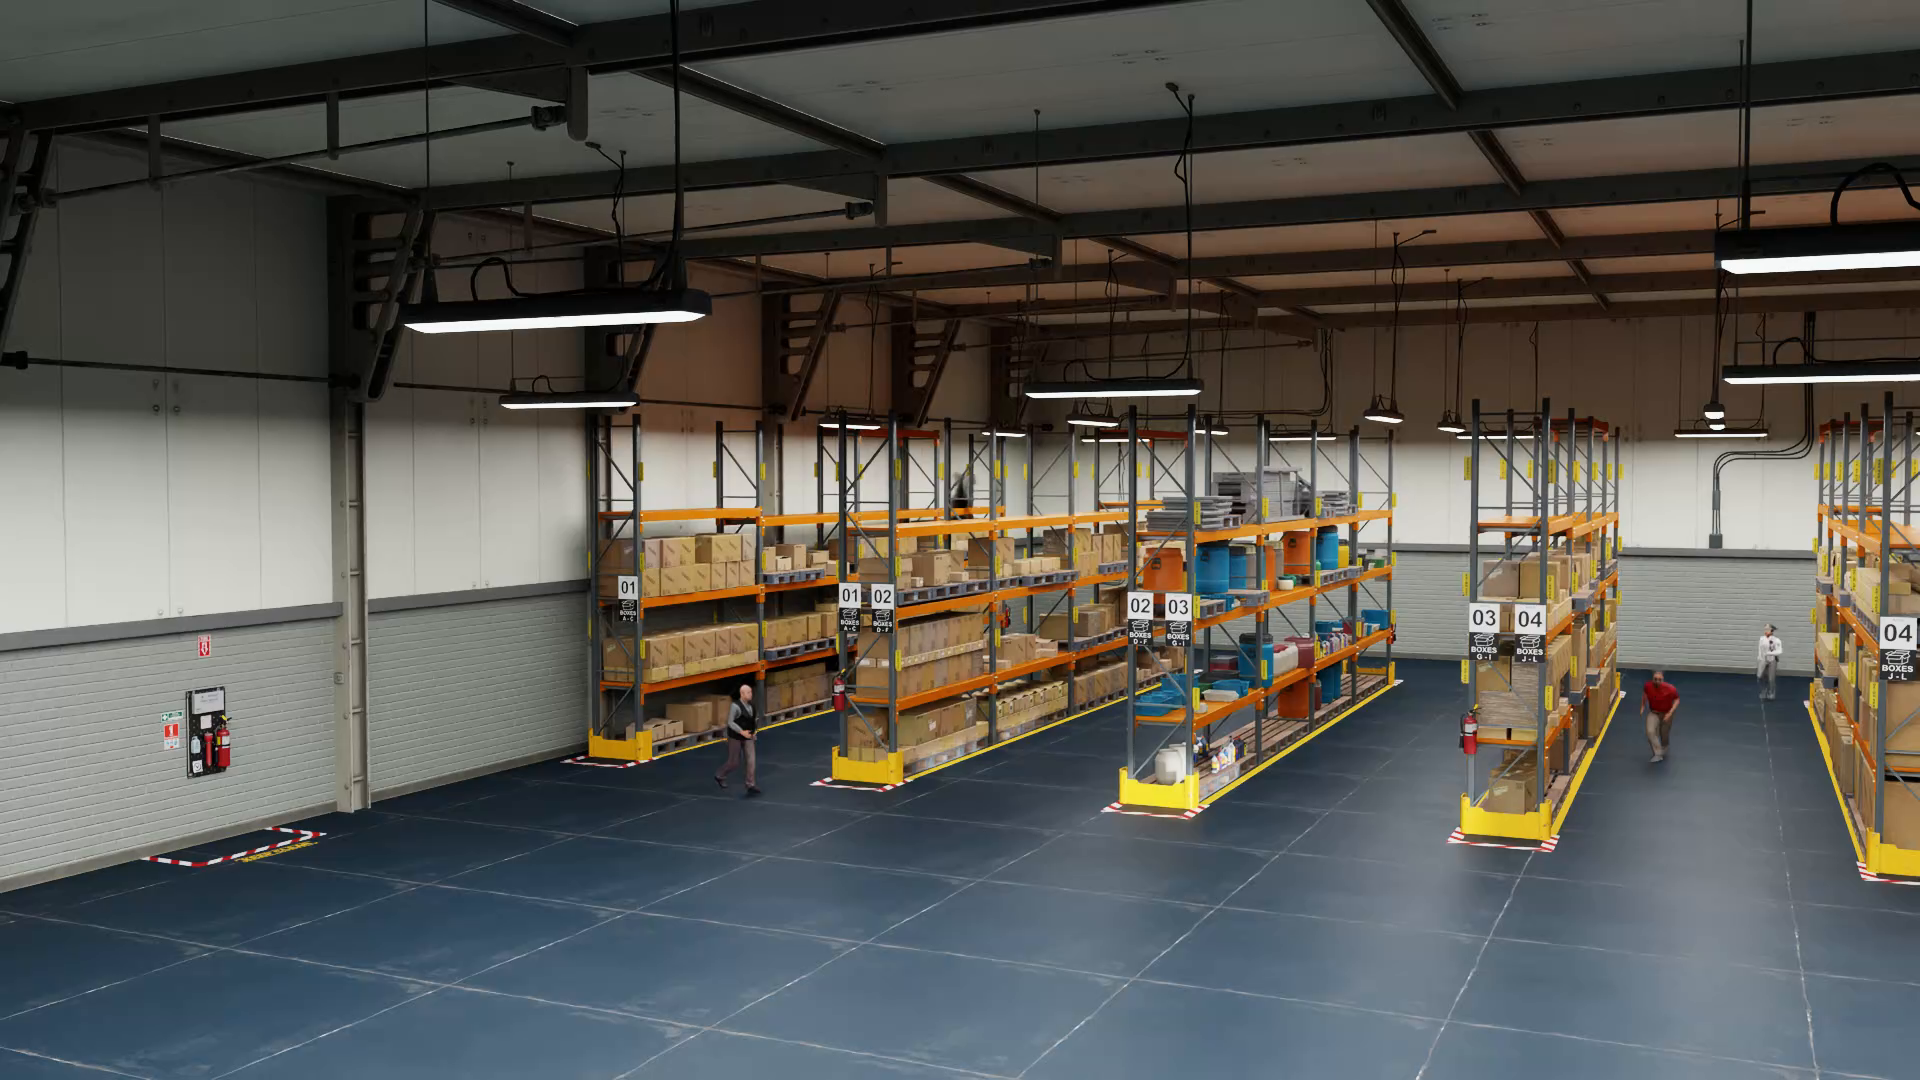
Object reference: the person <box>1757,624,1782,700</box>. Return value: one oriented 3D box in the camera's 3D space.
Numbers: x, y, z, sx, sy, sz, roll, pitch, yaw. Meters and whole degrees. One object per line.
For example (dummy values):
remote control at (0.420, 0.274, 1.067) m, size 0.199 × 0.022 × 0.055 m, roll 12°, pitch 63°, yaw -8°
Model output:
person at (17.663, 2.661, 36.315) m, size 0.654 × 1.678 × 0.575 m, roll -2°, pitch 3°, yaw -42°

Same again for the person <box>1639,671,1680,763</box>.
person at (12.170, 3.021, 28.836) m, size 0.669 × 1.589 × 1.049 m, roll 2°, pitch 3°, yaw 35°

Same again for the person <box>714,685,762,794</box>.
person at (-3.448, 3.086, 25.838) m, size 0.948 × 1.691 × 0.618 m, roll 2°, pitch 3°, yaw 41°
